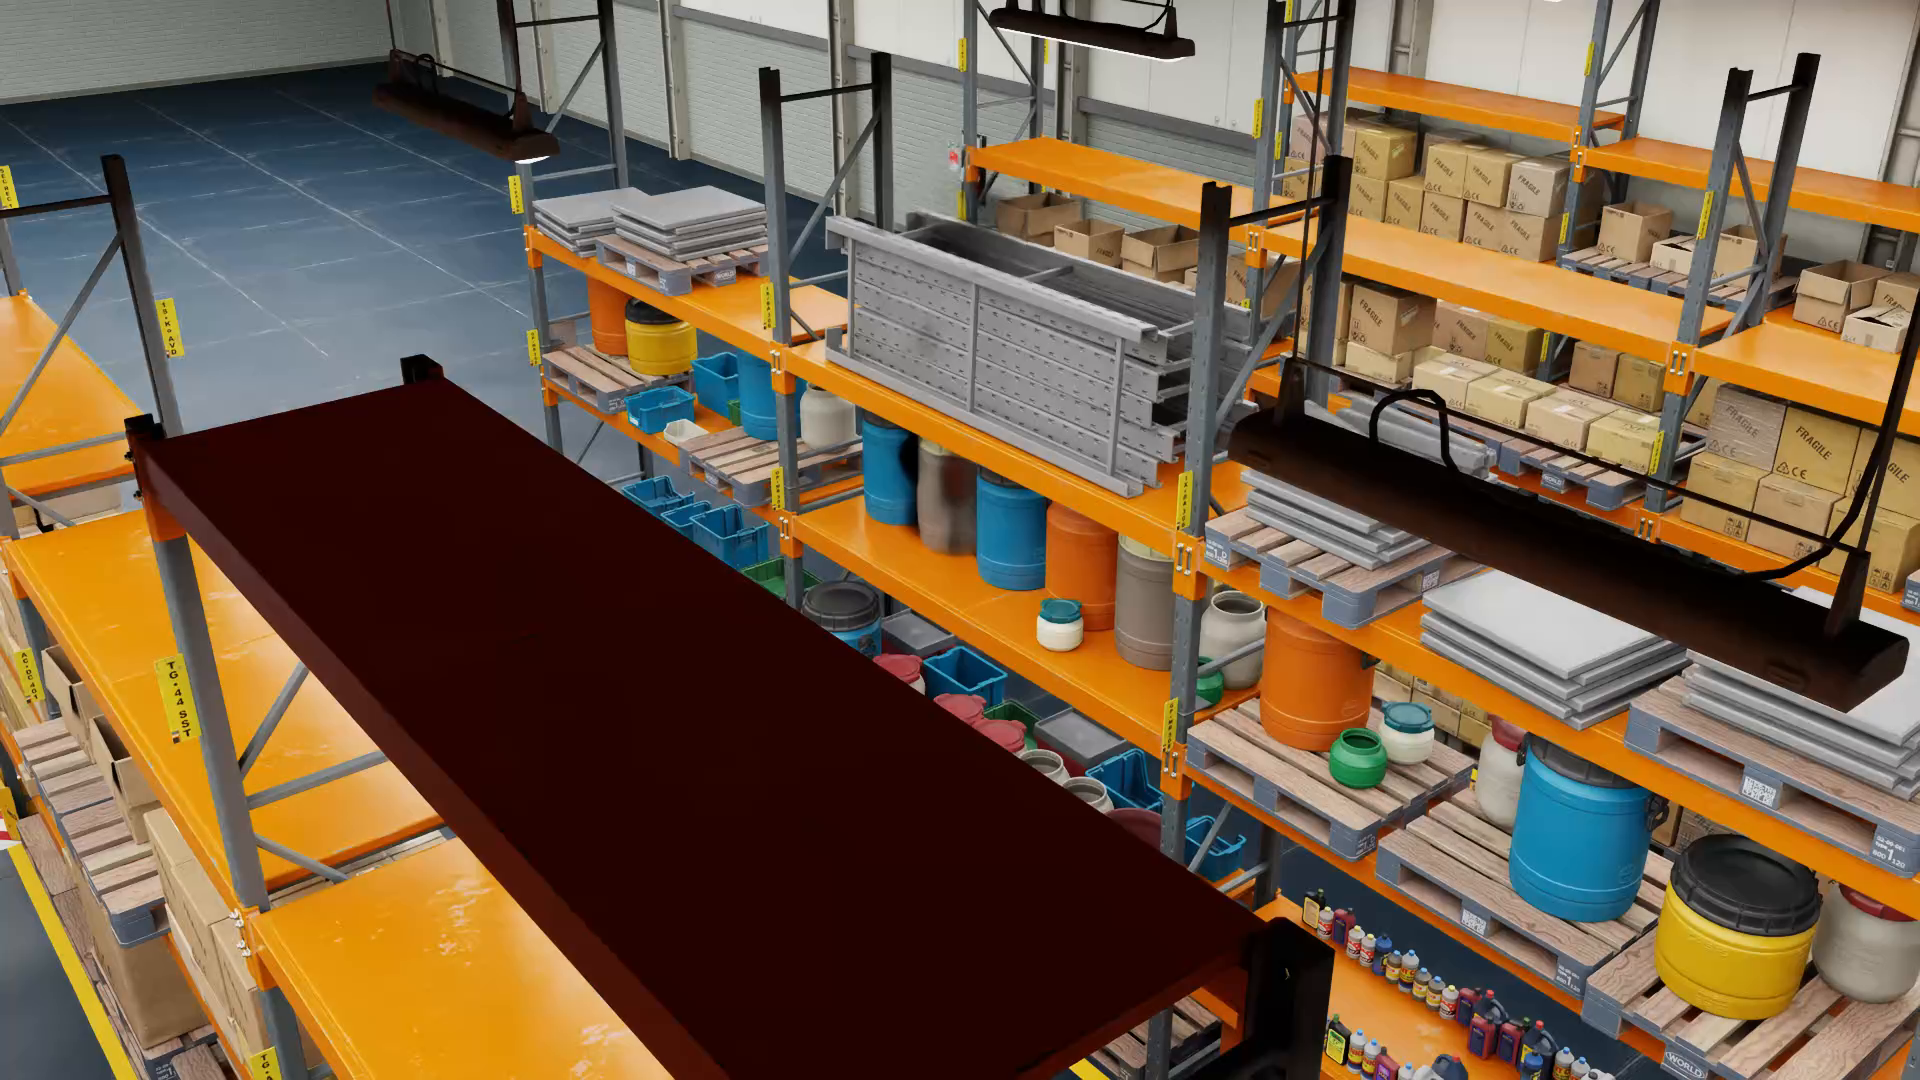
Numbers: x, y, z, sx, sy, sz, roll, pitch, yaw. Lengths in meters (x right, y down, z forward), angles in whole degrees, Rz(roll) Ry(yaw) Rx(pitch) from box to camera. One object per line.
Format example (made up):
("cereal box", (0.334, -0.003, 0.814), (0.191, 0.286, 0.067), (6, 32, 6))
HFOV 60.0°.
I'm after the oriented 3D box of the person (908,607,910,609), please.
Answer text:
("person", (-0.229, 0.676, 14.986), (0.566, 1.646, 0.875), (-22, 34, -38))
